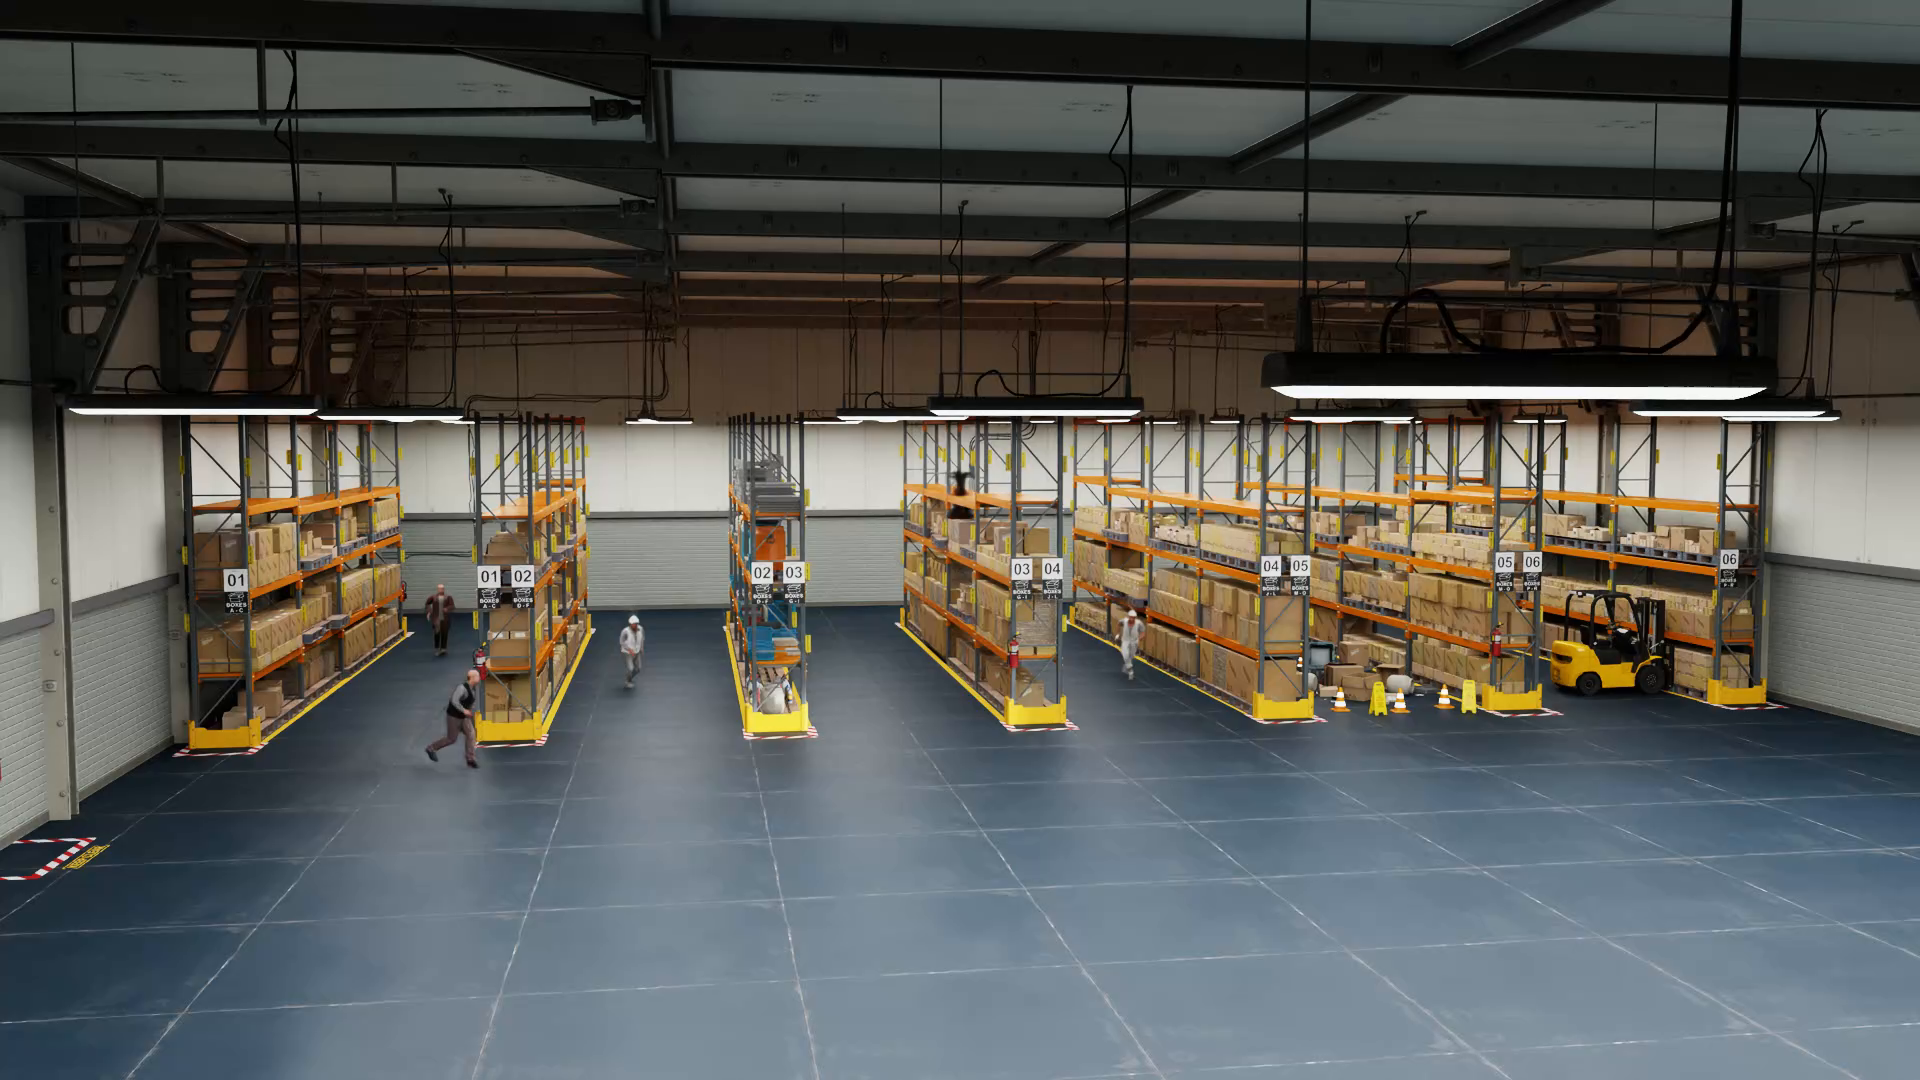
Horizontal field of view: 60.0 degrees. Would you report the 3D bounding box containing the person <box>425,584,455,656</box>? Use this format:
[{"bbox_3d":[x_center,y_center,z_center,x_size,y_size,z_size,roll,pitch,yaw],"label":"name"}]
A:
[{"bbox_3d":[-13.005,2.010,41.636,0.699,1.791,0.761,-2,4,-21],"label":"person"}]

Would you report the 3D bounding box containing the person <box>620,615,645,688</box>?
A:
[{"bbox_3d":[-7.206,2.432,36.425,0.626,1.625,0.892,-3,5,-41],"label":"person"}]

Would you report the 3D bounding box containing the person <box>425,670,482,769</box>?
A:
[{"bbox_3d":[-8.514,3.014,27.966,0.999,1.683,0.686,0,4,5],"label":"person"}]

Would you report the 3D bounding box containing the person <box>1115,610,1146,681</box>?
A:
[{"bbox_3d":[3.860,2.340,37.810,0.688,1.606,1.132,0,4,2],"label":"person"}]
